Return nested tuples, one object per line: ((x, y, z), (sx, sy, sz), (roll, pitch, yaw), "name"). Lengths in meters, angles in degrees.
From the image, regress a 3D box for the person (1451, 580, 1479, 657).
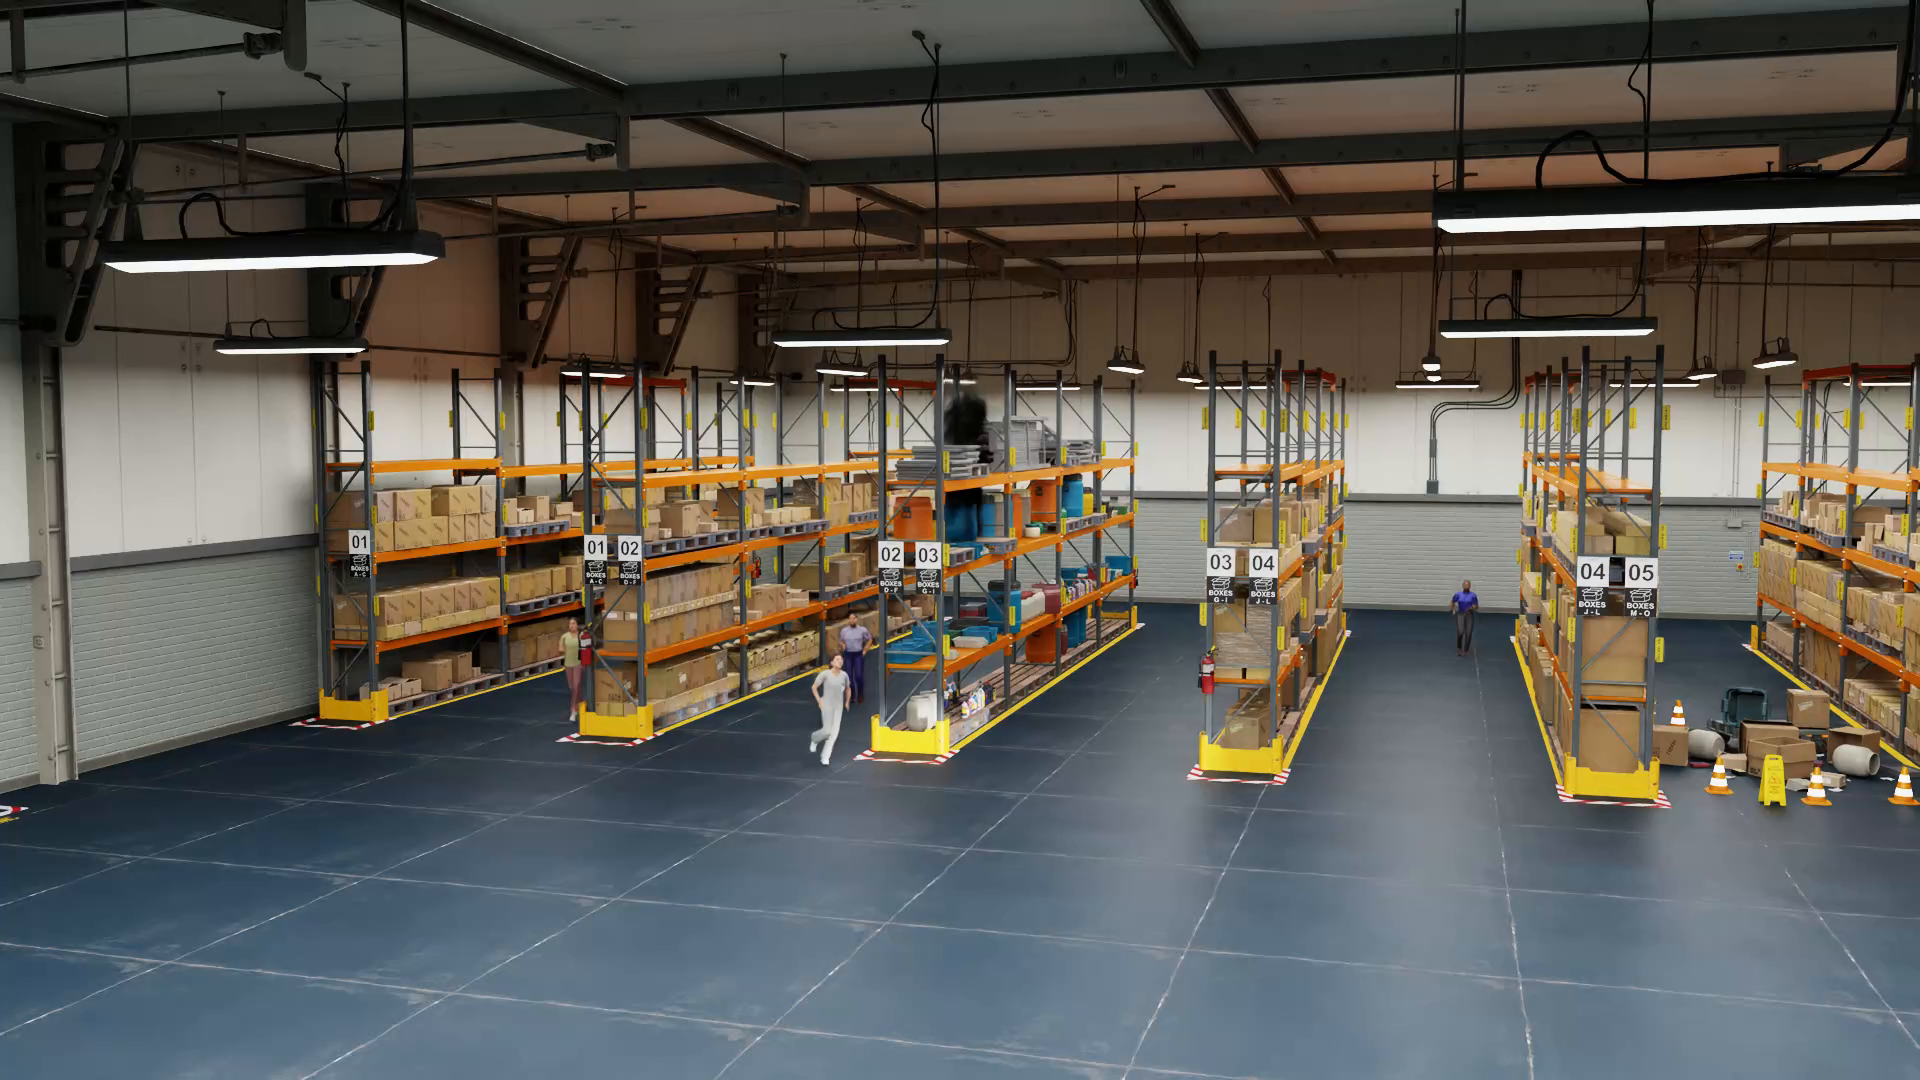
((10.683, 1.664, 35.189), (0.554, 1.628, 0.640), (1, 4, 13), "person")

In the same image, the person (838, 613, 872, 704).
((-1.874, 2.097, 29.327), (0.591, 1.618, 0.576), (0, 4, 6), "person")

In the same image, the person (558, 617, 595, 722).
((-6.505, 2.151, 28.056), (0.566, 1.697, 0.841), (1, 4, 8), "person")

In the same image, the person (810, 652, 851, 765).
((-1.865, 2.452, 24.462), (0.594, 1.598, 0.643), (-2, 5, -27), "person")
